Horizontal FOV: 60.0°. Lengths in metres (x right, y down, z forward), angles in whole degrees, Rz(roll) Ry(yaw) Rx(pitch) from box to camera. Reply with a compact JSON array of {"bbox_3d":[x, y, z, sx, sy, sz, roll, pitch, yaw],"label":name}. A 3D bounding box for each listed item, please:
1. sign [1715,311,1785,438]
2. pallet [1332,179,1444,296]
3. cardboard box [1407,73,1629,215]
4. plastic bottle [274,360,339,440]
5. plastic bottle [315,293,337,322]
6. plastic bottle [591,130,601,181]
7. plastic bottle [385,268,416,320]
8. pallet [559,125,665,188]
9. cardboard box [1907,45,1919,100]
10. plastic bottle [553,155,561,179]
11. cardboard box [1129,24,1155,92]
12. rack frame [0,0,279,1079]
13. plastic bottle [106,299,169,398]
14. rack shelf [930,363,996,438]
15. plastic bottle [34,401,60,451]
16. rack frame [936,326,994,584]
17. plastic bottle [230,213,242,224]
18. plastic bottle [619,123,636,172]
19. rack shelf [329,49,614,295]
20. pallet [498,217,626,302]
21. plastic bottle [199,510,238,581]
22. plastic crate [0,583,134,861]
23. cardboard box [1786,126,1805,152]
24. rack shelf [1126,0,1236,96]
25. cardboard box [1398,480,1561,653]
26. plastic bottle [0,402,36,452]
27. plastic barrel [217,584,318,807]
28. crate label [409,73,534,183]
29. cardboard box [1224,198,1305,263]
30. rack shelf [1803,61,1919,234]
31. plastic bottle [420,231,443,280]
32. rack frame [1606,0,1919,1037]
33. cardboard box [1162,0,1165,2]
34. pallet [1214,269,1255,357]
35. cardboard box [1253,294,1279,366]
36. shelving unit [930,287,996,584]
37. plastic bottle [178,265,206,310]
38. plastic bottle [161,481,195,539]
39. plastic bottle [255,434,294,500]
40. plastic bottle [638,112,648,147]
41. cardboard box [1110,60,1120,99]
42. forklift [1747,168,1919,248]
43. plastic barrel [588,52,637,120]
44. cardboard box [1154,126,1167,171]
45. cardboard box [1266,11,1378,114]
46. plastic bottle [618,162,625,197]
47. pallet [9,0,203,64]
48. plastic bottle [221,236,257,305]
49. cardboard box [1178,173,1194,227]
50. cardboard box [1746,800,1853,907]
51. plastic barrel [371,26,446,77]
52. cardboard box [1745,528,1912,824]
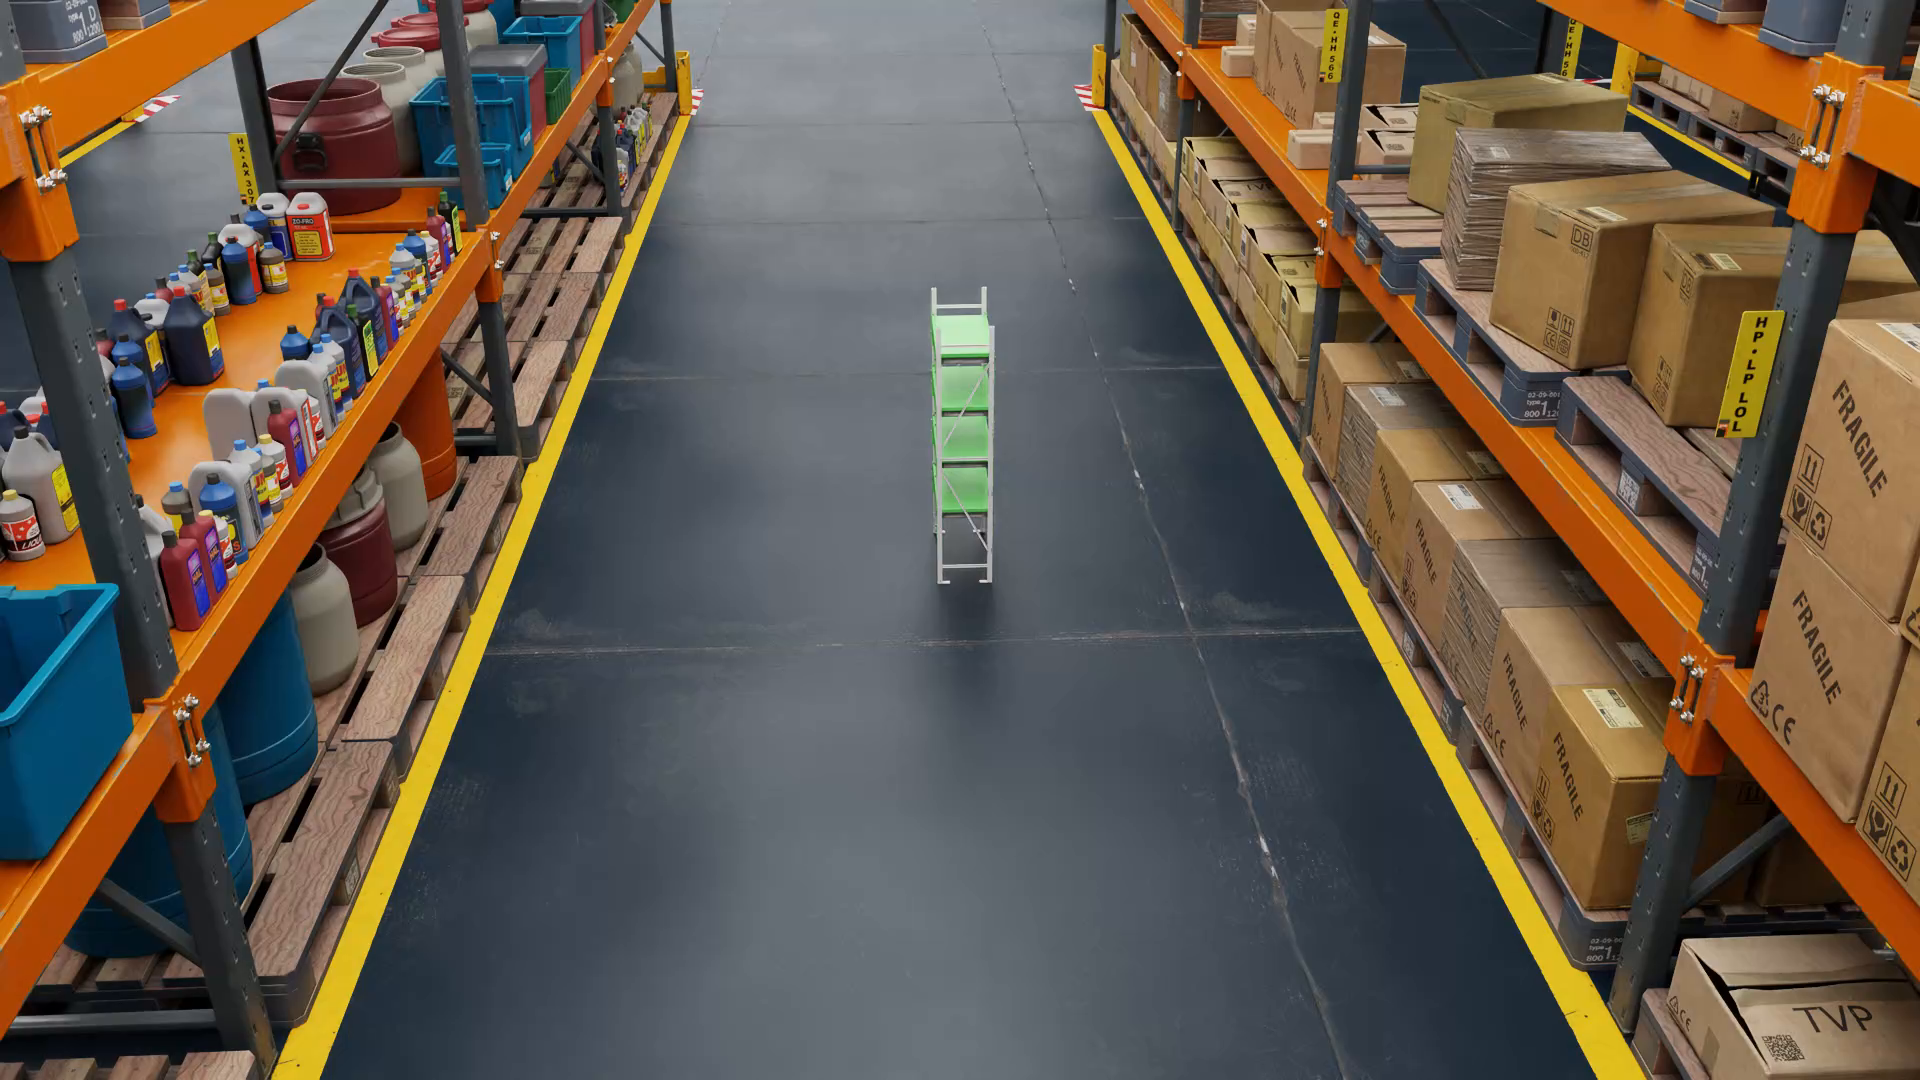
[{"bbox_3d":[1.907,-0.398,4.017,0.100,0.325,0.005,-1,28,-3],"label":"sign"},{"bbox_3d":[2.357,-1.350,7.302,1.213,0.211,1.003,-1,28,-3],"label":"pallet"},{"bbox_3d":[2.397,-1.689,7.182,0.700,0.500,0.500,-11,29,-20],"label":"cardboard box"},{"bbox_3d":[-2.190,-0.484,5.569,0.152,0.276,0.135,-1,28,-3],"label":"plastic bottle"},{"bbox_3d":[-2.322,-0.784,6.135,0.061,0.283,0.133,-1,28,-3],"label":"plastic bottle"},{"bbox_3d":[-2.675,-2.876,12.409,0.144,0.351,0.185,-1,28,-3],"label":"plastic bottle"},{"bbox_3d":[-2.222,-0.979,6.598,0.097,0.201,0.097,0,28,0],"label":"plastic bottle"},{"bbox_3d":[-2.964,-3.115,13.495,1.003,0.211,1.213,-1,28,-3],"label":"pallet"},{"bbox_3d":[2.239,-0.932,3.212,0.500,0.250,0.500,-1,28,-3],"label":"cardboard box"},{"bbox_3d":[-3.089,-2.858,12.455,0.152,0.276,0.135,-1,28,-3],"label":"plastic bottle"},{"bbox_3d":[1.707,-4.026,13.934,0.500,0.500,0.500,-1,28,-3],"label":"cardboard box"},{"bbox_3d":[-2.486,0.219,4.087,1.000,3.000,0.127,-1,28,-3],"label":"rack frame"},{"bbox_3d":[-2.918,-0.685,5.873,0.144,0.351,0.185,-1,28,-3],"label":"plastic bottle"},{"bbox_3d":[0.009,-0.612,7.245,0.258,0.148,0.480,-1,28,-3],"label":"rack shelf"},{"bbox_3d":[-2.726,-0.265,5.068,0.144,0.351,0.185,-1,28,-3],"label":"plastic bottle"},{"bbox_3d":[0.021,-0.343,7.110,0.240,1.200,0.015,-1,28,-3],"label":"rack frame"},{"bbox_3d":[-3.023,-1.216,6.965,0.061,0.283,0.133,-1,28,-3],"label":"plastic bottle"},{"bbox_3d":[-2.541,-2.966,12.583,0.144,0.351,0.185,-3,28,-5],"label":"plastic bottle"},{"bbox_3d":[-2.799,-2.233,9.566,1.077,0.370,4.000,-1,28,-3],"label":"rack shelf"},{"bbox_3d":[-2.824,-1.878,11.122,1.003,0.211,1.213,-1,28,-3],"label":"pallet"},{"bbox_3d":[-2.110,0.013,4.697,0.097,0.201,0.097,0,28,0],"label":"plastic bottle"},{"bbox_3d":[-2.121,0.406,3.679,0.392,0.384,0.575,-1,28,-3],"label":"plastic crate"},{"bbox_3d":[6.896,-3.280,13.023,0.500,0.500,0.500,-3,28,-7],"label":"cardboard box"},{"bbox_3d":[1.939,-4.198,13.334,1.077,0.370,4.000,-1,28,-3],"label":"rack shelf"},{"bbox_3d":[2.077,0.098,6.545,0.500,0.500,0.500,-2,28,-4],"label":"cardboard box"},{"bbox_3d":[-2.870,-0.261,5.061,0.144,0.351,0.185,-1,28,-3],"label":"plastic bottle"},{"bbox_3d":[-2.534,0.384,5.585,0.600,0.901,0.708,-1,28,-3],"label":"plastic barrel"},{"bbox_3d":[-2.477,-2.110,8.513,0.502,0.435,0.616,-1,28,-3],"label":"crate label"},{"bbox_3d":[1.897,-1.903,10.067,0.500,0.311,0.500,-1,28,-1],"label":"cardboard box"},{"bbox_3d":[2.565,0.013,2.015,1.077,0.370,4.000,-1,28,-3],"label":"rack shelf"},{"bbox_3d":[-2.248,-1.204,7.029,0.097,0.201,0.097,0,28,0],"label":"plastic bottle"},{"bbox_3d":[2.461,0.101,4.313,1.000,3.000,0.127,-1,28,-3],"label":"rack frame"},{"bbox_3d":[1.929,-4.555,13.131,0.700,0.500,0.500,-1,28,-1],"label":"cardboard box"},{"bbox_3d":[2.187,-1.453,10.308,1.003,0.211,1.213,-1,28,-3],"label":"pallet"},{"bbox_3d":[1.950,-1.189,9.304,0.500,0.250,0.500,-2,28,-3],"label":"cardboard box"},{"bbox_3d":[0.009,-0.456,7.326,0.258,1.200,0.503,-1,28,-3],"label":"shelving unit"},{"bbox_3d":[-2.973,-0.928,6.424,0.097,0.271,0.097,0,28,0],"label":"plastic bottle"},{"bbox_3d":[-2.272,-0.074,4.862,0.097,0.201,0.097,0,28,0],"label":"plastic bottle"},{"bbox_3d":[-2.138,-0.229,5.161,0.097,0.201,0.097,0,28,0],"label":"plastic bottle"},{"bbox_3d":[-2.586,-3.292,13.287,0.152,0.276,0.135,-2,28,-4],"label":"plastic bottle"},{"bbox_3d":[1.640,-4.155,14.992,0.500,0.250,0.500,-1,28,-3],"label":"cardboard box"},{"bbox_3d":[4.534,-1.839,8.106,1.130,2.935,3.031,-2,28,-3],"label":"forklift"},{"bbox_3d":[-2.976,-3.873,14.168,0.421,0.512,0.421,0,28,0],"label":"plastic barrel"},{"bbox_3d":[1.784,-3.001,12.779,0.500,0.250,0.500,-1,28,-3],"label":"cardboard box"},{"bbox_3d":[2.121,-2.808,9.783,0.500,0.500,0.500,-1,28,-3],"label":"cardboard box"},{"bbox_3d":[-2.483,-2.619,12.002,0.097,0.271,0.097,0,28,0],"label":"plastic bottle"},{"bbox_3d":[-2.624,-1.387,4.127,1.213,0.211,1.003,-1,28,-3],"label":"pallet"},{"bbox_3d":[-2.931,-1.097,6.750,0.097,0.271,0.097,0,28,0],"label":"plastic bottle"},{"bbox_3d":[1.817,-2.369,11.567,0.500,0.250,0.500,-2,28,-4],"label":"cardboard box"},{"bbox_3d":[2.679,0.785,5.229,0.500,0.500,0.500,-3,28,-5],"label":"cardboard box"},{"bbox_3d":[-3.012,-2.550,9.249,0.433,0.535,0.433,0,28,0],"label":"plastic barrel"},{"bbox_3d":[2.215,0.298,3.826,0.500,0.500,0.500,-1,28,-1],"label":"cardboard box"}]
